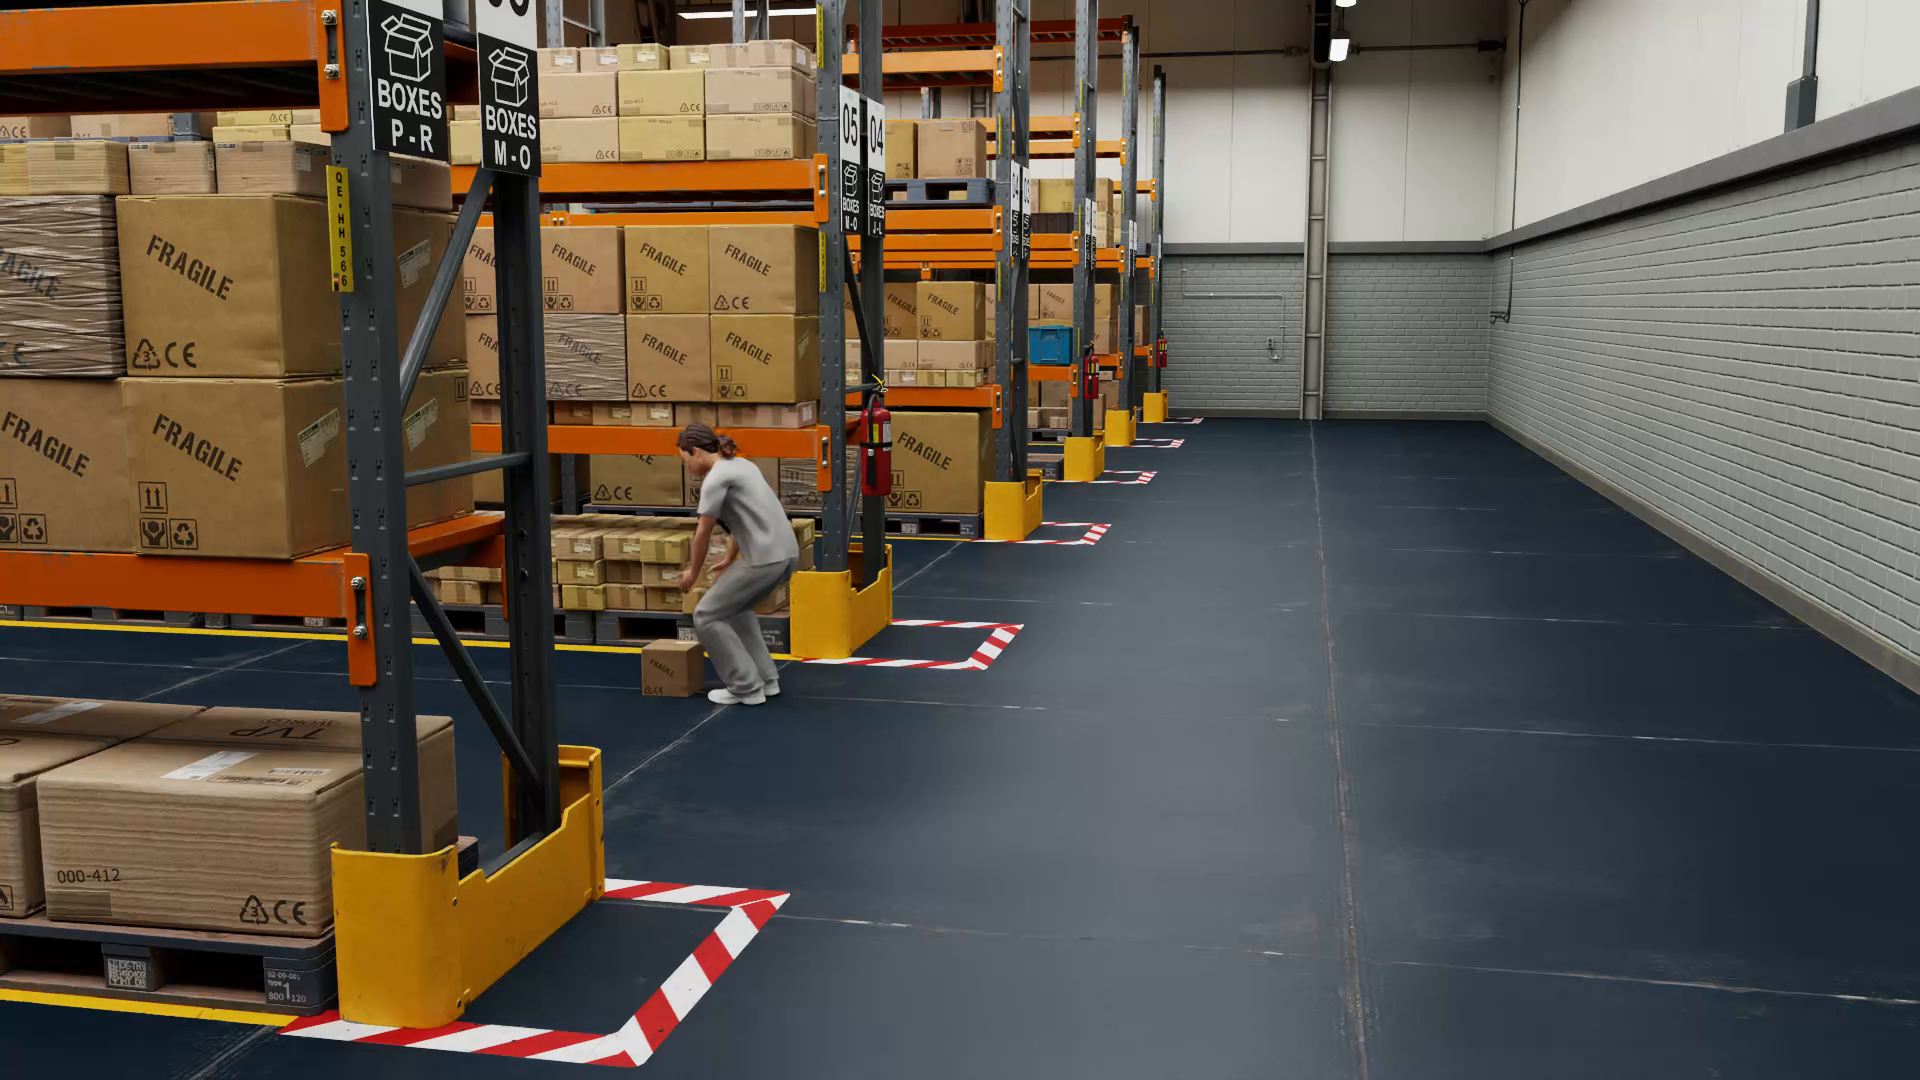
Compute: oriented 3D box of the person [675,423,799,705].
[{"bbox_3d":[-1.140,0.118,8.435,0.615,1.417,0.490,3,9,20],"label":"person"}]
